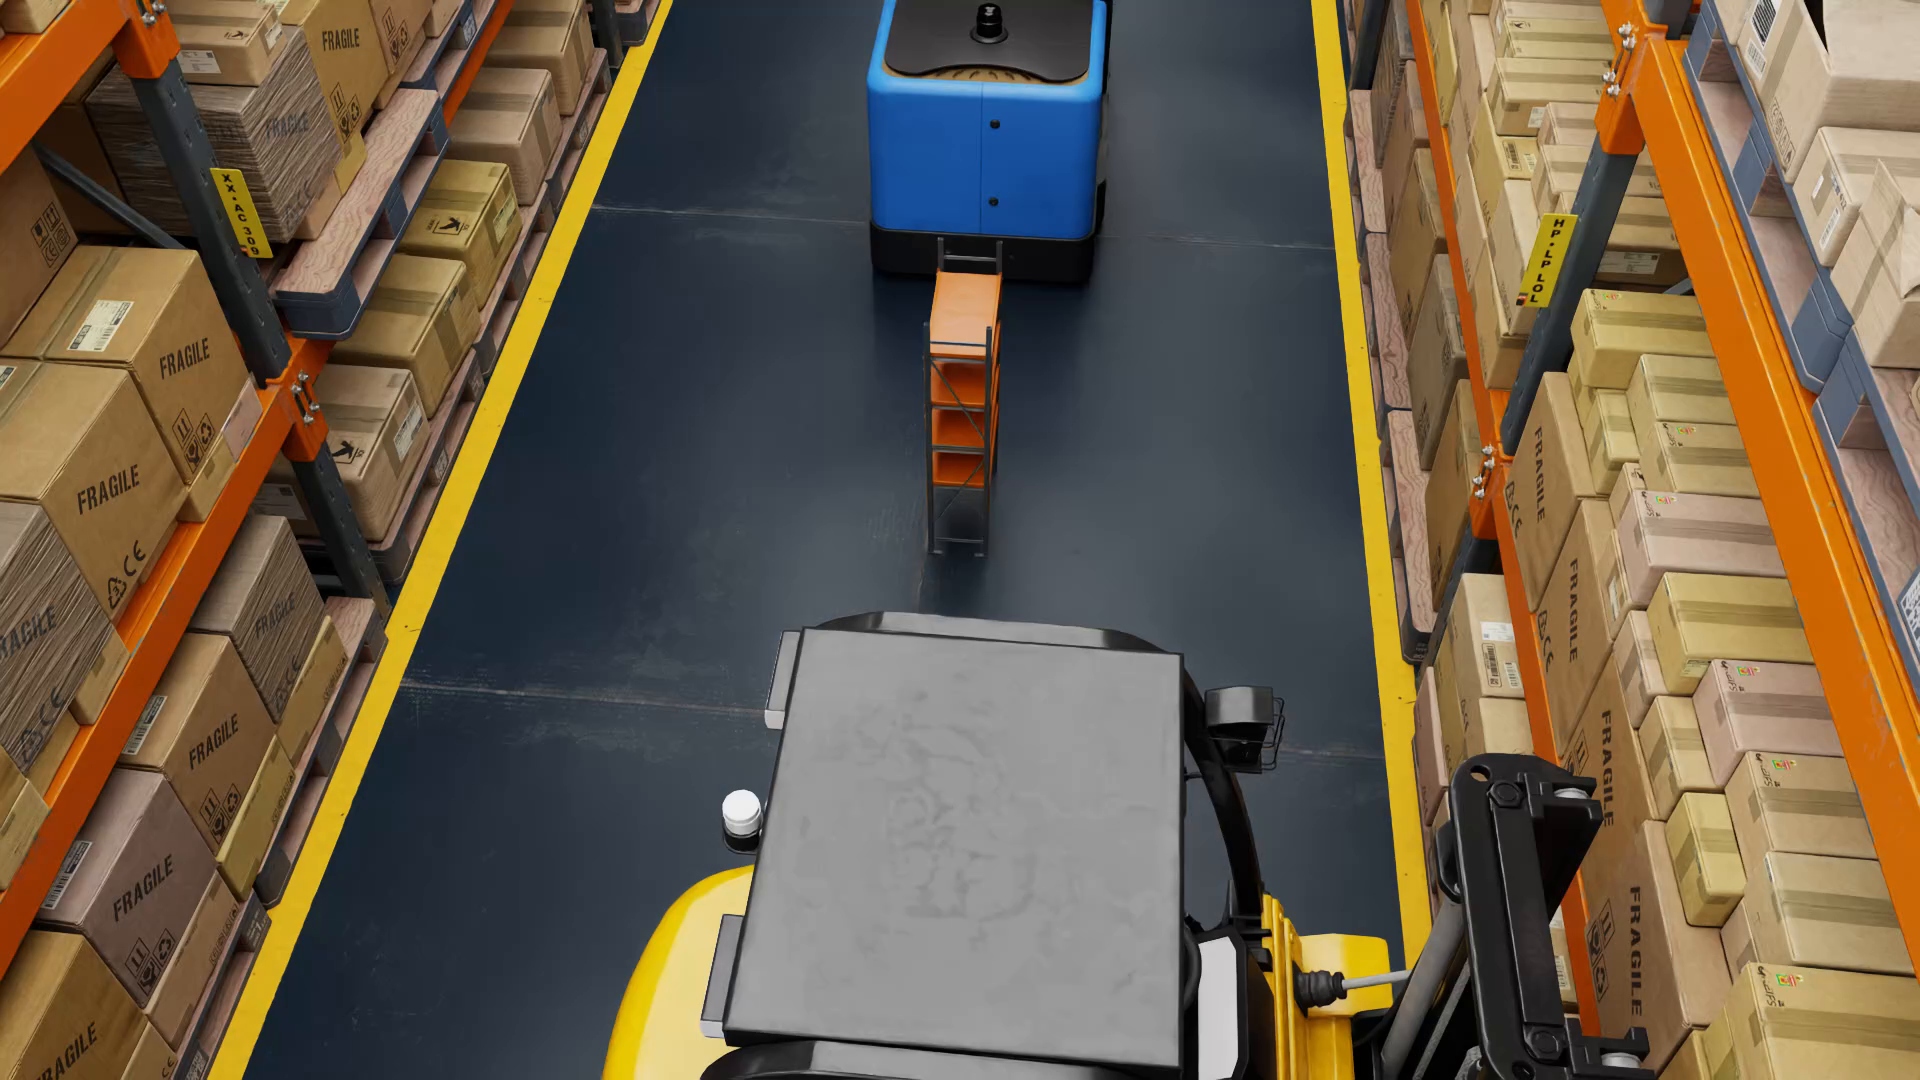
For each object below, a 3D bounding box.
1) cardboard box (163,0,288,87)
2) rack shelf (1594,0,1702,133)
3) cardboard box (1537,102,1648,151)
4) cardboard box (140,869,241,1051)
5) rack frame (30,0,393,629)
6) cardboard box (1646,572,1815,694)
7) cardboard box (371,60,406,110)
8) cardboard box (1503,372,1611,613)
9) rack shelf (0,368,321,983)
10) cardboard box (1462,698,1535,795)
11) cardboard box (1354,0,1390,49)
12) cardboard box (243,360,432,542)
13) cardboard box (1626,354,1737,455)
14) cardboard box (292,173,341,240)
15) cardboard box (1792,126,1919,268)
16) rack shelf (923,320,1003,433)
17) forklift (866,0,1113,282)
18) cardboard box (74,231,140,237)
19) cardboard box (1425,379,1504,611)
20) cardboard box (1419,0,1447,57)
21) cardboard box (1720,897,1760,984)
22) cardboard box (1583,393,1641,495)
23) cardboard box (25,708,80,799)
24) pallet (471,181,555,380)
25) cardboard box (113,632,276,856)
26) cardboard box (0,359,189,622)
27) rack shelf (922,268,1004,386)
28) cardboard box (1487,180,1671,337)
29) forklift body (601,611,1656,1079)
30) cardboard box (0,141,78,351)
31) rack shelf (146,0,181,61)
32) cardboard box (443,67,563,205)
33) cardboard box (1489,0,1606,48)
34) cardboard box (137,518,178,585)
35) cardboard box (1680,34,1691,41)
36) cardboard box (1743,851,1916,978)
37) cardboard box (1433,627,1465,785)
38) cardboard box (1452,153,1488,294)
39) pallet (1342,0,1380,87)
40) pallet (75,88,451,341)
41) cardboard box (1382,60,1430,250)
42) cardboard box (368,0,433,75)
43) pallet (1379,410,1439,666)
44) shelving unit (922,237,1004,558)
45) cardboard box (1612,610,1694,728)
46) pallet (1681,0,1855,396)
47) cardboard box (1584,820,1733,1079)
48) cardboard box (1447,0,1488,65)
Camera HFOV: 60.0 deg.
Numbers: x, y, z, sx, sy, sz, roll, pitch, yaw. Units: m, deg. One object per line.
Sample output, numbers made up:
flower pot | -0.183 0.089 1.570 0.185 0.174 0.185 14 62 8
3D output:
cardboard box | -2.335 -1.548 5.165 0.380 0.149 0.250 4 48 3
rack shelf | 2.396 -2.639 5.612 1.077 0.370 4.000 4 48 4
cardboard box | 2.104 -1.286 5.412 0.380 0.149 0.250 4 48 3
cardboard box | -2.606 1.273 5.157 0.500 0.250 0.500 5 48 4
rack frame | -2.730 -0.731 5.412 1.000 3.000 0.127 4 48 4
cardboard box | 1.818 0.222 3.831 0.380 0.149 0.250 3 48 3
cardboard box | -2.318 -1.755 6.234 0.380 0.149 0.250 5 48 4
cardboard box | 1.913 -0.125 4.790 0.500 0.500 0.500 3 48 2
rack shelf | -2.912 0.982 4.333 1.077 0.370 4.000 4 48 4
cardboard box | 1.800 0.758 4.951 0.500 0.250 0.500 4 48 4
cardboard box | 2.403 -2.962 8.862 0.500 0.500 0.500 5 48 5
cardboard box | -2.684 -0.371 6.579 0.950 0.372 0.625 4 48 4
cardboard box | 1.973 -0.339 4.344 0.380 0.149 0.250 5 48 4
cardboard box | -2.365 -1.173 5.701 0.380 0.149 0.250 5 48 4
cardboard box | 1.800 -0.629 3.103 0.380 0.149 0.250 5 48 5
rack shelf | 0.015 -0.632 6.329 0.258 0.148 0.480 4 48 4
forklift | 0.228 -3.287 7.796 1.130 2.935 3.031 4 48 3
cardboard box | -2.958 -1.184 5.712 0.380 0.149 0.250 4 48 4
cardboard box | 2.250 -0.124 6.181 0.875 0.625 0.625 6 48 5
cardboard box | 2.204 -2.231 6.885 0.500 0.250 0.500 2 48 2
cardboard box | 1.807 0.892 3.420 0.380 0.149 0.250 4 48 3
cardboard box | 1.900 -0.246 4.460 0.380 0.149 0.250 5 48 4
cardboard box | -2.598 0.543 4.416 0.380 0.149 0.250 3 48 3
pallet | -2.552 -1.261 7.786 1.003 0.211 1.213 4 48 4
cardboard box | -2.561 0.629 5.238 0.500 0.500 0.500 5 48 4
cardboard box | -2.563 -0.143 4.605 0.500 0.500 0.500 5 48 5
rack shelf | 0.015 -0.792 6.154 0.258 0.148 0.480 4 48 4
cardboard box | 2.004 -0.896 5.325 0.500 0.250 0.500 3 48 3
forklift body | 0.205 1.310 4.120 2.313 2.155 1.214 4 48 4
cardboard box | -2.986 -0.894 4.614 0.700 0.500 0.500 3 48 3
rack shelf | -2.548 -2.970 5.914 1.077 0.370 4.000 4 48 4
cardboard box | -2.486 -1.968 8.039 0.950 0.372 0.625 3 48 3
cardboard box | 2.111 -1.859 5.936 0.380 0.149 0.250 4 48 4
cardboard box | -2.573 -0.019 4.931 0.380 0.149 0.250 4 48 4
cardboard box | 2.610 -1.644 5.739 0.380 0.149 0.250 4 48 3
cardboard box | 1.806 0.782 3.319 0.380 0.149 0.250 4 48 4
cardboard box | 1.862 0.552 5.478 0.500 0.250 0.500 4 48 3
cardboard box | 2.039 -1.107 5.857 0.500 0.250 0.500 4 48 3
pallet | 2.684 -2.944 9.326 1.003 0.211 1.213 4 48 4
pallet | -2.515 -1.218 5.987 1.003 0.211 1.213 4 48 4
cardboard box | 2.456 -1.741 7.660 0.875 0.625 0.625 5 48 5
cardboard box | -2.298 -2.062 6.076 0.500 0.500 0.500 4 48 3
pallet | 2.242 -0.003 6.635 1.003 0.211 1.213 4 48 4
shelving unit | 0.015 -0.527 6.444 0.258 1.200 0.503 4 48 4
cardboard box | 1.783 0.317 3.946 0.380 0.149 0.250 3 48 3
pallet | 2.162 -0.754 3.460 1.003 0.211 1.213 4 48 4
cardboard box | 1.770 0.999 3.762 0.500 0.500 0.500 4 48 4
cardboard box | 2.161 -2.019 6.353 0.500 0.250 0.500 4 48 4
